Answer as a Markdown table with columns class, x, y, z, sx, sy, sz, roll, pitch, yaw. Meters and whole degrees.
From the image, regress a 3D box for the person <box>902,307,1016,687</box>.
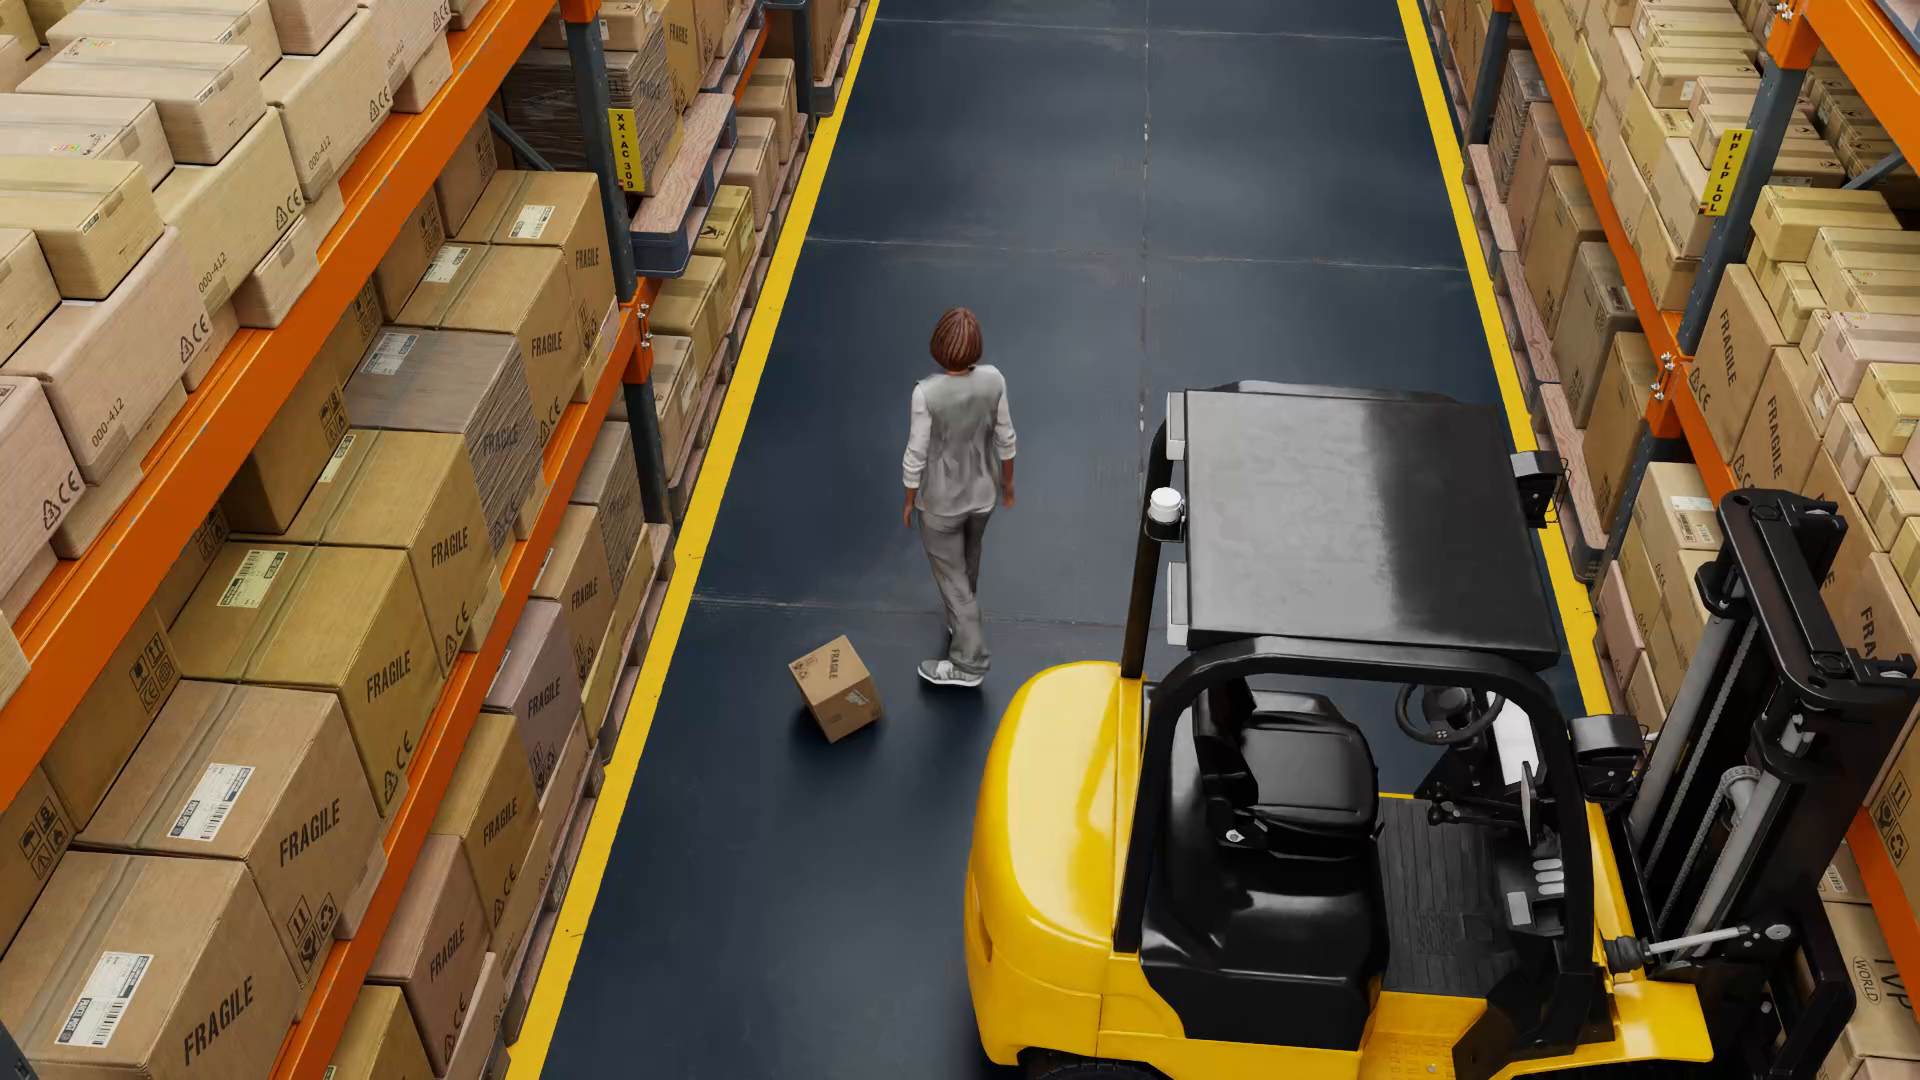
| class | x | y | z | sx | sy | sz | roll | pitch | yaw |
| --- | --- | --- | --- | --- | --- | --- | --- | --- | --- |
| person | -0.006 | -0.166 | 6.354 | 0.475 | 1.583 | 0.561 | -20 | 45 | -22 |
